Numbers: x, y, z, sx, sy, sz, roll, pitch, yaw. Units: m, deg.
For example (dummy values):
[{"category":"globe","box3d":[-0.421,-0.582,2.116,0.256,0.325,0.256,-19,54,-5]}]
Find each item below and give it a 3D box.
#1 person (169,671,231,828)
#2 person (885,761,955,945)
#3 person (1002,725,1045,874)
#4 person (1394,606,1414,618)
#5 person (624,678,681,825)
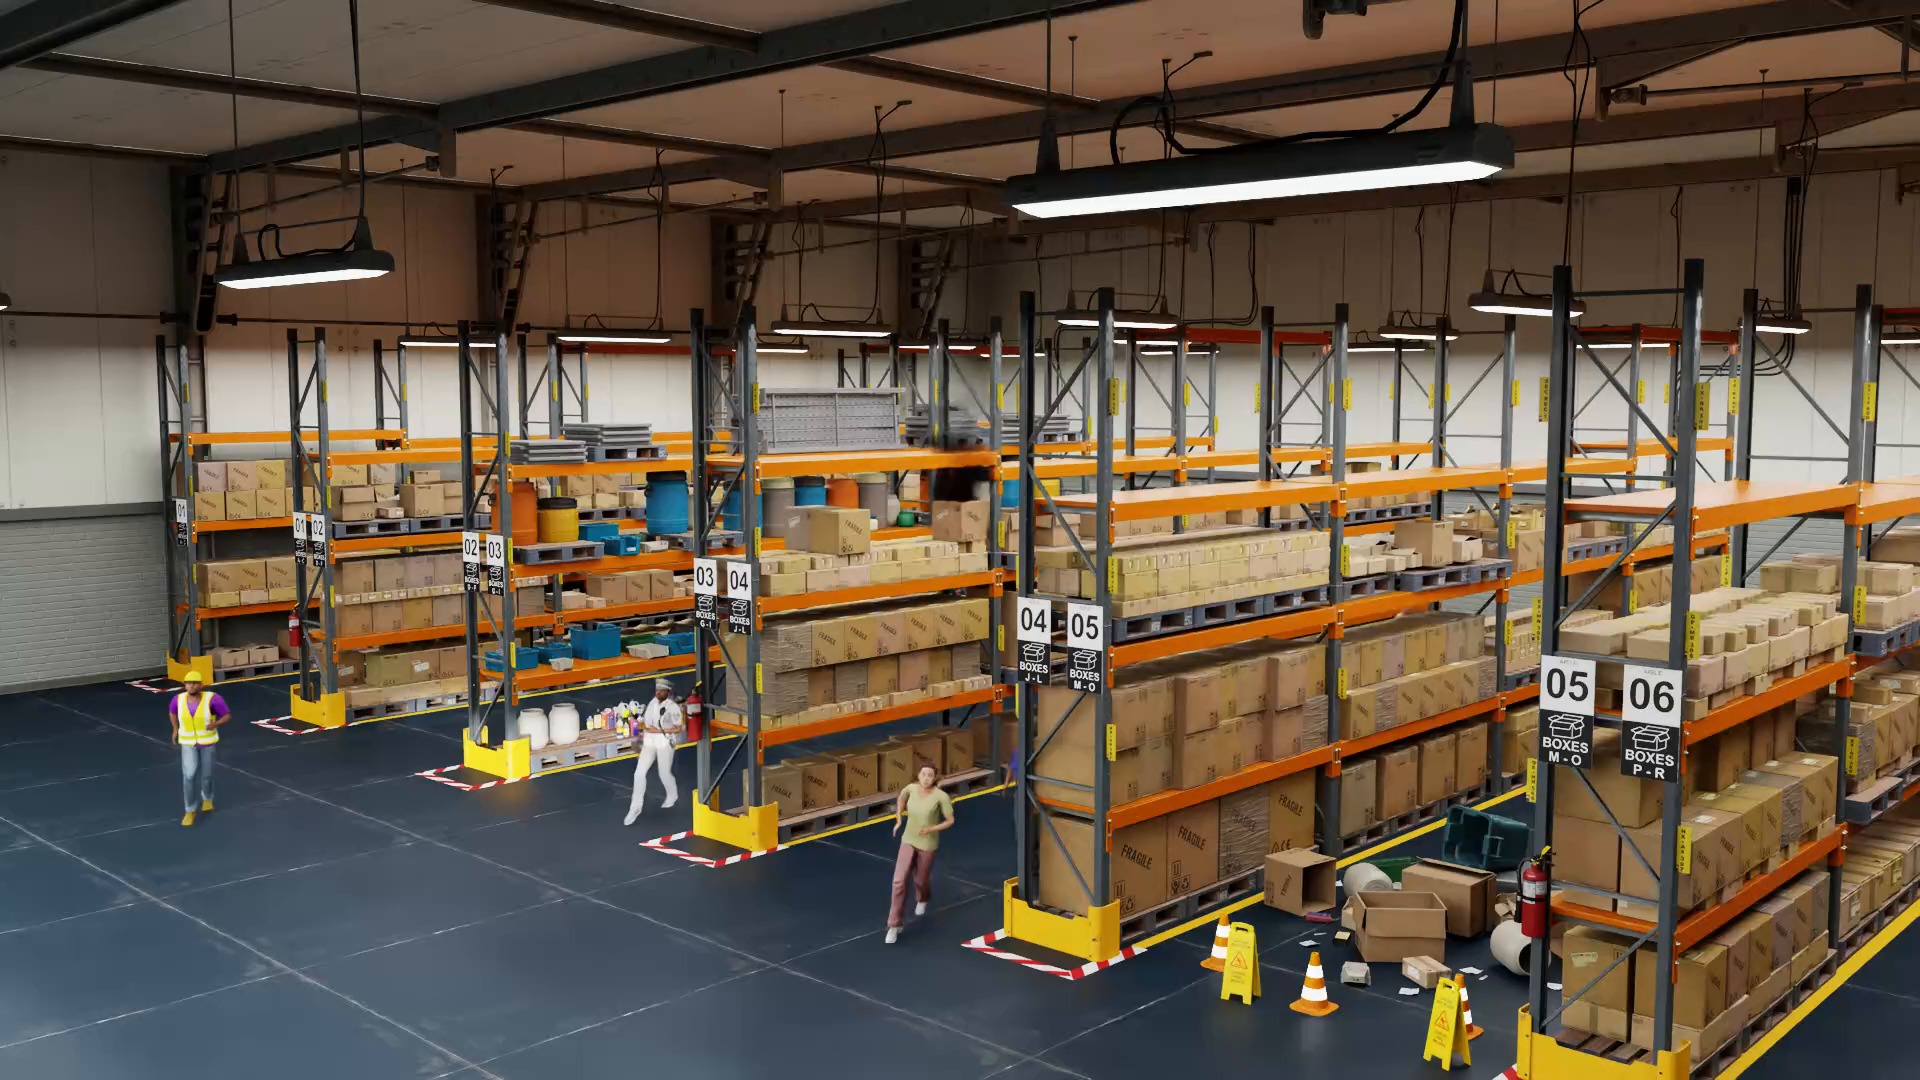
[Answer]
[{"category":"person","box3d":[-8.996,2.438,19.704,0.686,1.819,0.785,-2,6,-19]},{"category":"person","box3d":[-0.338,2.880,15.654,0.606,1.648,0.944,2,6,16]},{"category":"person","box3d":[0.712,2.724,17.435,0.593,1.618,0.517,4,7,39]},{"category":"person","box3d":[7.044,1.808,26.362,0.632,1.804,0.721,4,7,35]},{"category":"person","box3d":[-3.550,2.464,19.769,0.601,1.701,0.910,2,6,20]}]
